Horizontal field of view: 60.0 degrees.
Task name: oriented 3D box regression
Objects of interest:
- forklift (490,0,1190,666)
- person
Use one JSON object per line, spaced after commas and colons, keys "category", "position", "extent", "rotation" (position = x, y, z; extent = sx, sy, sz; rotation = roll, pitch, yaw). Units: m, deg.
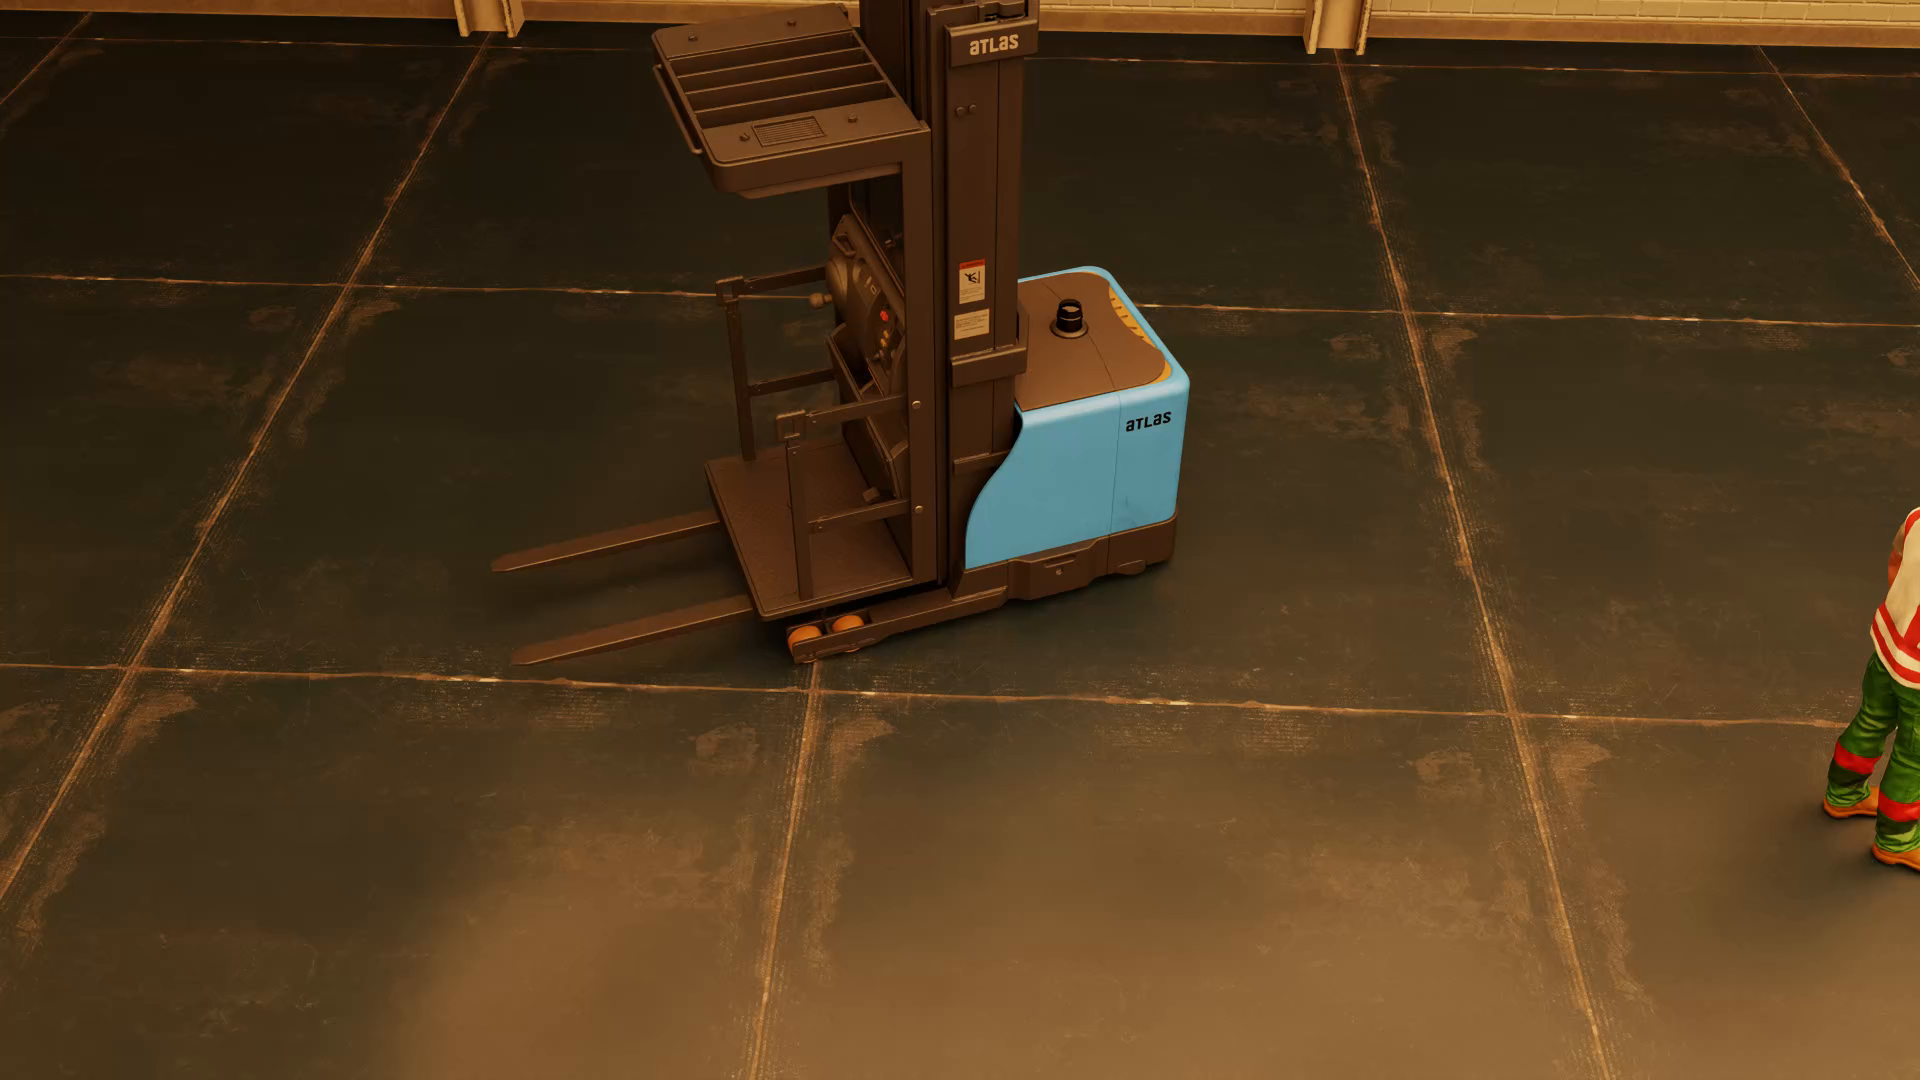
{"category": "forklift", "position": [-0.573, -0.945, 6.778], "extent": [3.031, 2.935, 1.130], "rotation": [-13, 44, -14]}
{"category": "person", "position": [3.615, 0.437, 6.100], "extent": [0.563, 1.788, 0.638], "rotation": [2, 42, 2]}
